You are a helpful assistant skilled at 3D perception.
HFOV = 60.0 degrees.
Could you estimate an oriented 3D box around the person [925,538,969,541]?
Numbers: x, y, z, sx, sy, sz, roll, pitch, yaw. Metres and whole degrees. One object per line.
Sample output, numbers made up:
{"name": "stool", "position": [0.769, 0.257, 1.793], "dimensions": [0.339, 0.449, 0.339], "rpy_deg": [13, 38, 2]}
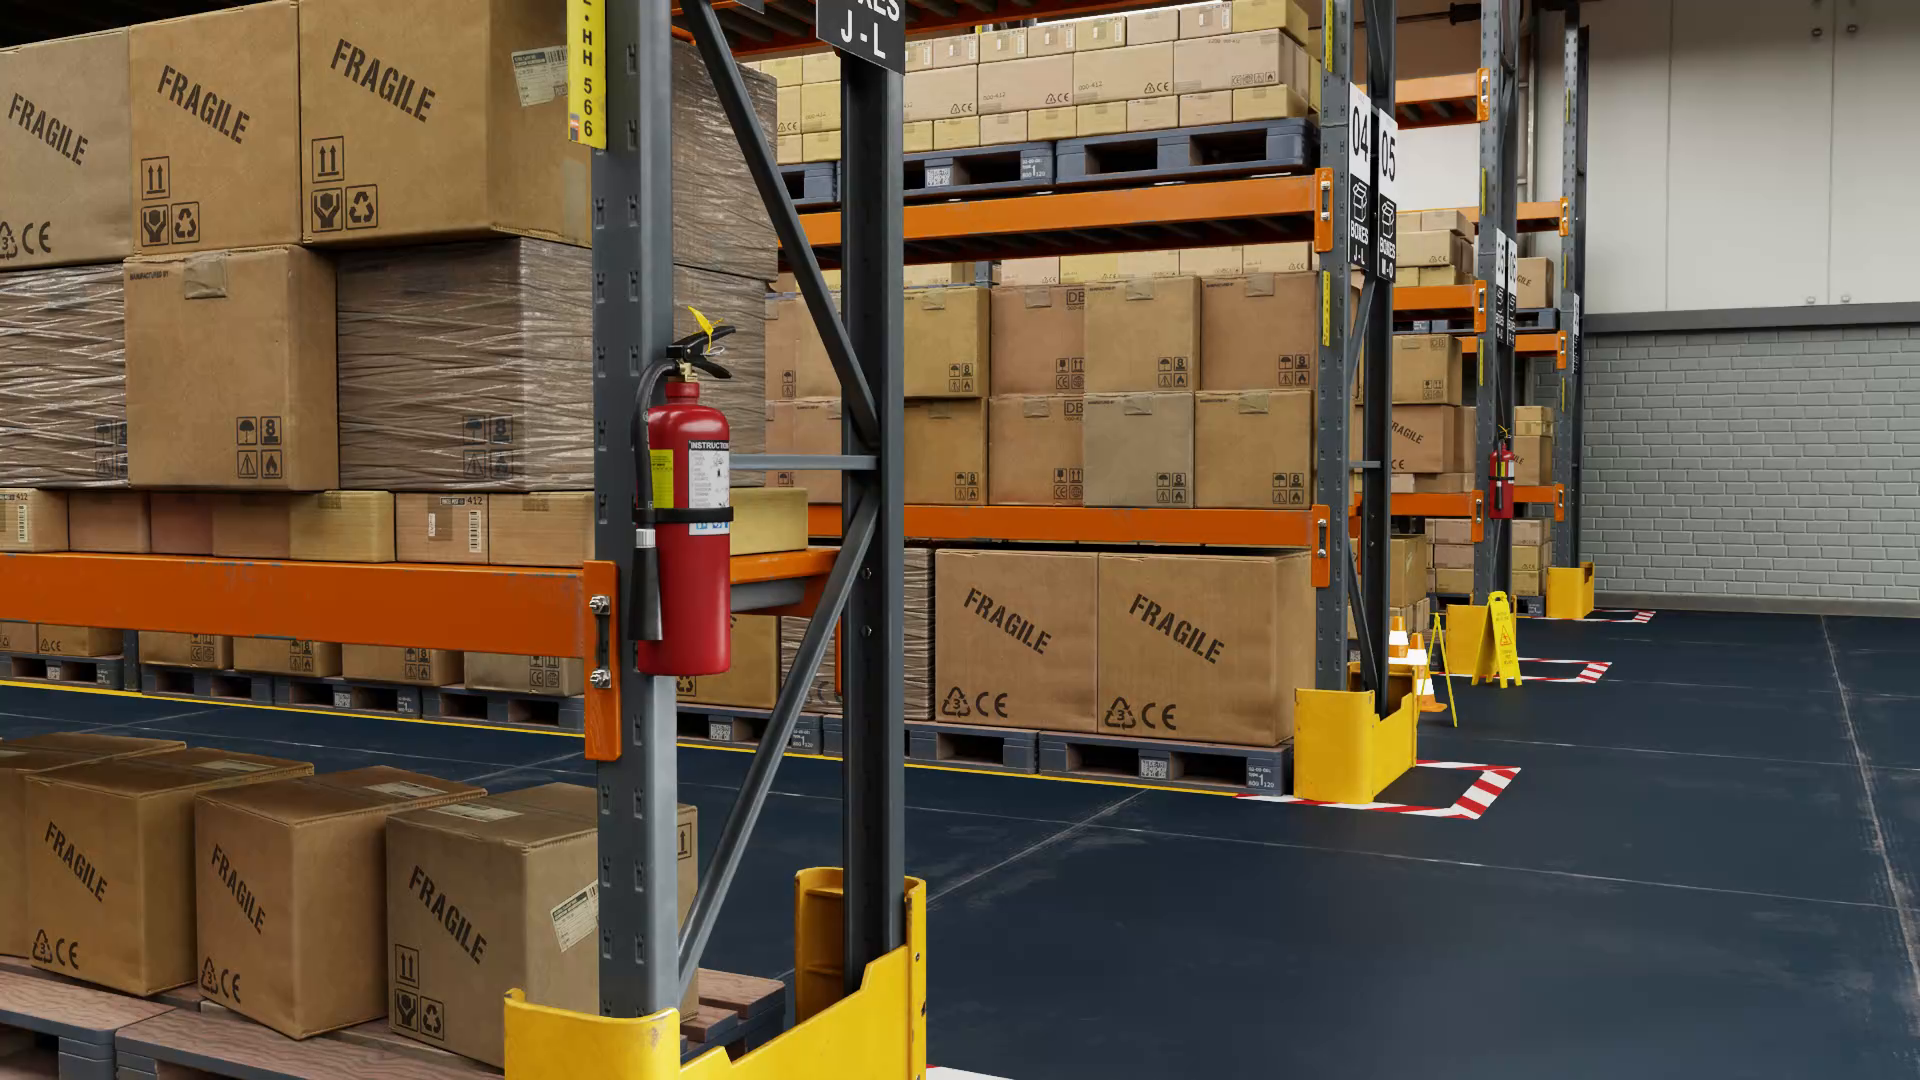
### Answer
{"name": "person", "position": [-0.097, -0.041, 16.086], "dimensions": [1.037, 1.620, 0.459], "rpy_deg": [1, 3, 27]}
